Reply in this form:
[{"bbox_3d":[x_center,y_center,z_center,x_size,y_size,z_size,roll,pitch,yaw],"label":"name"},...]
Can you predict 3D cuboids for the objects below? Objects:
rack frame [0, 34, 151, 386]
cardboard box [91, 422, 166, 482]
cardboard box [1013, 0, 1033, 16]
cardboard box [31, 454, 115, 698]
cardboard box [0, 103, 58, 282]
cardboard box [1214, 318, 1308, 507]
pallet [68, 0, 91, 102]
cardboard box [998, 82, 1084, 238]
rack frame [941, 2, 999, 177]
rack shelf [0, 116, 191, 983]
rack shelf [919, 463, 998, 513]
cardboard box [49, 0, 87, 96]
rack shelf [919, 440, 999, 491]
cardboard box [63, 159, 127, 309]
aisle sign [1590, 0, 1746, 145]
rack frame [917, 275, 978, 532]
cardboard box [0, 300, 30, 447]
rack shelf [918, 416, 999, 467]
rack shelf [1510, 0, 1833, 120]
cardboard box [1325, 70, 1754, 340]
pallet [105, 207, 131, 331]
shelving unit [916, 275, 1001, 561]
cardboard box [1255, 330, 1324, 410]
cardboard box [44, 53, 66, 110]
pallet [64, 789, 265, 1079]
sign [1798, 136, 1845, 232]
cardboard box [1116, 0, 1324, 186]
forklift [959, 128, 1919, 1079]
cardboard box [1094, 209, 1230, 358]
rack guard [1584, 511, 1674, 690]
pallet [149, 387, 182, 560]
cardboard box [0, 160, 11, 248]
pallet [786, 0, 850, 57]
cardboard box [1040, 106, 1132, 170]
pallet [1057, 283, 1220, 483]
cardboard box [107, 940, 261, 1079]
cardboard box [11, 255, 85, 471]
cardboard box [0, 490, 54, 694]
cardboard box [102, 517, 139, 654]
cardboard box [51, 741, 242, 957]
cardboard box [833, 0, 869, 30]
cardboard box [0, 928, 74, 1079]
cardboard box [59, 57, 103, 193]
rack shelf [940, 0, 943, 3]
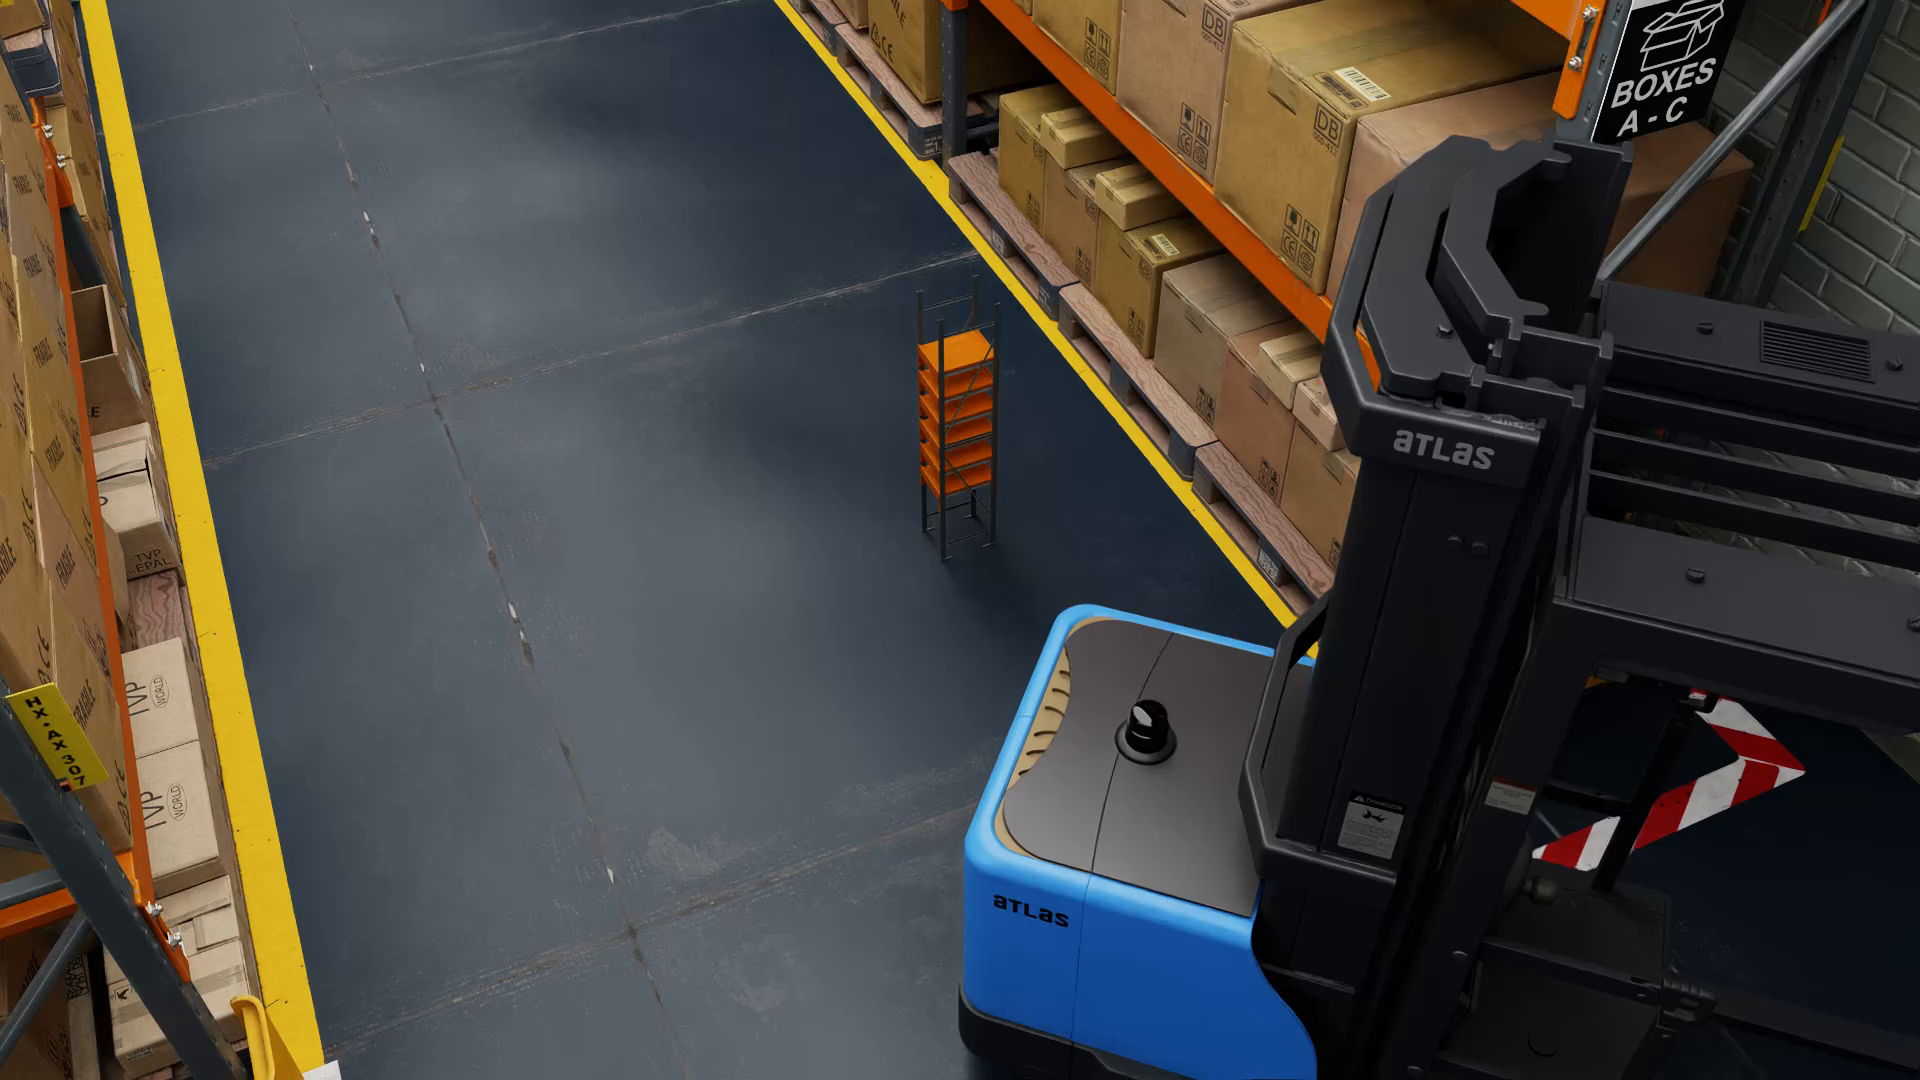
[{"bbox_3d":[-4.108,-1.652,6.289,1.000,3.000,0.127,-18,47,-17],"label":"rack frame"},{"bbox_3d":[-3.399,-0.294,6.628,0.380,0.149,0.250,-18,47,-17],"label":"cardboard box"},{"bbox_3d":[0.599,-2.874,7.313,0.980,0.700,0.700,-17,47,-17],"label":"cardboard box"},{"bbox_3d":[-2.595,0.173,4.368,0.500,0.500,0.500,-18,48,-18],"label":"cardboard box"},{"bbox_3d":[-3.447,-1.117,5.675,0.500,0.500,0.500,-17,47,-16],"label":"cardboard box"},{"bbox_3d":[1.472,-0.564,6.666,0.700,0.500,0.500,-18,47,-18],"label":"cardboard box"},{"bbox_3d":[-5.510,-2.722,9.358,1.003,0.211,1.213,-18,47,-17],"label":"pallet"},{"bbox_3d":[0.607,-1.871,7.991,0.700,0.500,0.500,-17,47,-17],"label":"cardboard box"},{"bbox_3d":[0.385,-3.118,7.774,1.000,3.000,0.127,-18,47,-17],"label":"rack frame"},{"bbox_3d":[-3.267,-0.122,5.250,1.077,0.370,4.000,-18,47,-17],"label":"rack shelf"},{"bbox_3d":[-0.006,-0.234,6.538,0.258,0.103,0.180,-18,47,-17],"label":"rack shelf"},{"bbox_3d":[-4.966,-2.612,8.728,0.500,0.500,0.500,-20,48,-19],"label":"cardboard box"},{"bbox_3d":[-0.006,-0.319,6.453,0.258,0.103,0.180,-18,47,-17],"label":"rack shelf"},{"bbox_3d":[-4.090,-1.299,7.398,0.500,0.500,0.500,-20,48,-19],"label":"cardboard box"},{"bbox_3d":[1.825,-1.360,4.141,0.394,0.787,0.004,-18,47,-17],"label":"aisle sign"},{"bbox_3d":[-0.045,-0.495,6.397,0.240,1.200,0.006,-18,47,-17],"label":"rack frame"},{"bbox_3d":[-2.806,-0.507,4.345,0.500,0.500,0.500,-17,47,-17],"label":"cardboard box"},{"bbox_3d":[-0.006,-0.405,6.369,0.258,0.103,0.180,-18,47,-17],"label":"rack shelf"},{"bbox_3d":[1.226,-2.655,5.681,1.077,0.370,4.000,-18,47,-17],"label":"rack shelf"},{"bbox_3d":[1.844,-0.997,5.412,0.980,0.700,0.700,-16,47,-16],"label":"cardboard box"},{"bbox_3d":[-4.484,-1.167,7.782,1.003,0.211,1.213,-18,47,-17],"label":"pallet"},{"bbox_3d":[-0.006,-0.436,6.338,0.258,1.200,0.189,-18,47,-17],"label":"shelving unit"},{"bbox_3d":[1.355,-0.666,6.309,0.380,0.149,0.250,-17,47,-16],"label":"cardboard box"},{"bbox_3d":[-4.510,-2.204,7.780,0.500,0.250,0.500,-18,47,-17],"label":"cardboard box"},{"bbox_3d":[-2.794,1.333,5.249,1.003,0.211,1.213,-18,47,-17],"label":"pallet"},{"bbox_3d":[2.573,-1.065,5.021,0.100,0.325,0.005,-18,47,-17],"label":"sign"},{"bbox_3d":[1.215,-1.946,6.373,0.980,0.700,0.700,-20,48,-19],"label":"cardboard box"},{"bbox_3d":[1.571,0.556,4.100,3.031,2.935,1.130,14,46,13],"label":"forklift"},{"bbox_3d":[1.029,-1.222,7.333,0.700,0.500,0.500,-17,47,-16],"label":"cardboard box"},{"bbox_3d":[2.077,0.336,6.053,1.175,0.500,0.348,-18,47,-17],"label":"rack guard"},{"bbox_3d":[-3.820,-0.222,6.825,1.003,0.211,1.213,-18,47,-17],"label":"pallet"},{"bbox_3d":[-3.231,-1.151,4.998,0.500,0.500,0.500,-18,47,-17],"label":"cardboard box"},{"bbox_3d":[-0.524,-3.373,10.018,1.003,0.211,1.213,-18,47,-17],"label":"pallet"},{"bbox_3d":[0.585,-1.829,7.487,0.380,0.149,0.250,-17,47,-16],"label":"cardboard box"},{"bbox_3d":[1.151,-0.839,7.450,1.003,0.211,1.213,-18,47,-17],"label":"pallet"},{"bbox_3d":[-2.290,1.387,4.926,0.380,0.149,0.250,-18,47,-17],"label":"cardboard box"},{"bbox_3d":[-3.012,-0.467,5.016,0.500,0.500,0.500,-17,47,-17],"label":"cardboard box"},{"bbox_3d":[-2.373,0.145,3.685,0.500,0.500,0.500,-17,47,-16],"label":"cardboard box"},{"bbox_3d":[-3.313,0.275,5.799,0.797,0.503,0.637,-18,47,-17],"label":"cardboard box"},{"bbox_3d":[-2.607,0.970,5.276,0.500,0.250,0.500,-18,47,-17],"label":"cardboard box"},{"bbox_3d":[-0.382,-3.443,9.336,0.750,0.750,0.750,-17,47,-16],"label":"cardboard box"},{"bbox_3d":[-2.878,1.356,4.706,0.500,0.500,0.500,-18,47,-17],"label":"cardboard box"},{"bbox_3d":[-4.528,-1.957,8.064,0.500,0.500,0.500,-17,47,-17],"label":"cardboard box"},{"bbox_3d":[-0.456,-4.136,9.318,1.077,0.370,4.000,-18,47,-17],"label":"rack shelf"}]
